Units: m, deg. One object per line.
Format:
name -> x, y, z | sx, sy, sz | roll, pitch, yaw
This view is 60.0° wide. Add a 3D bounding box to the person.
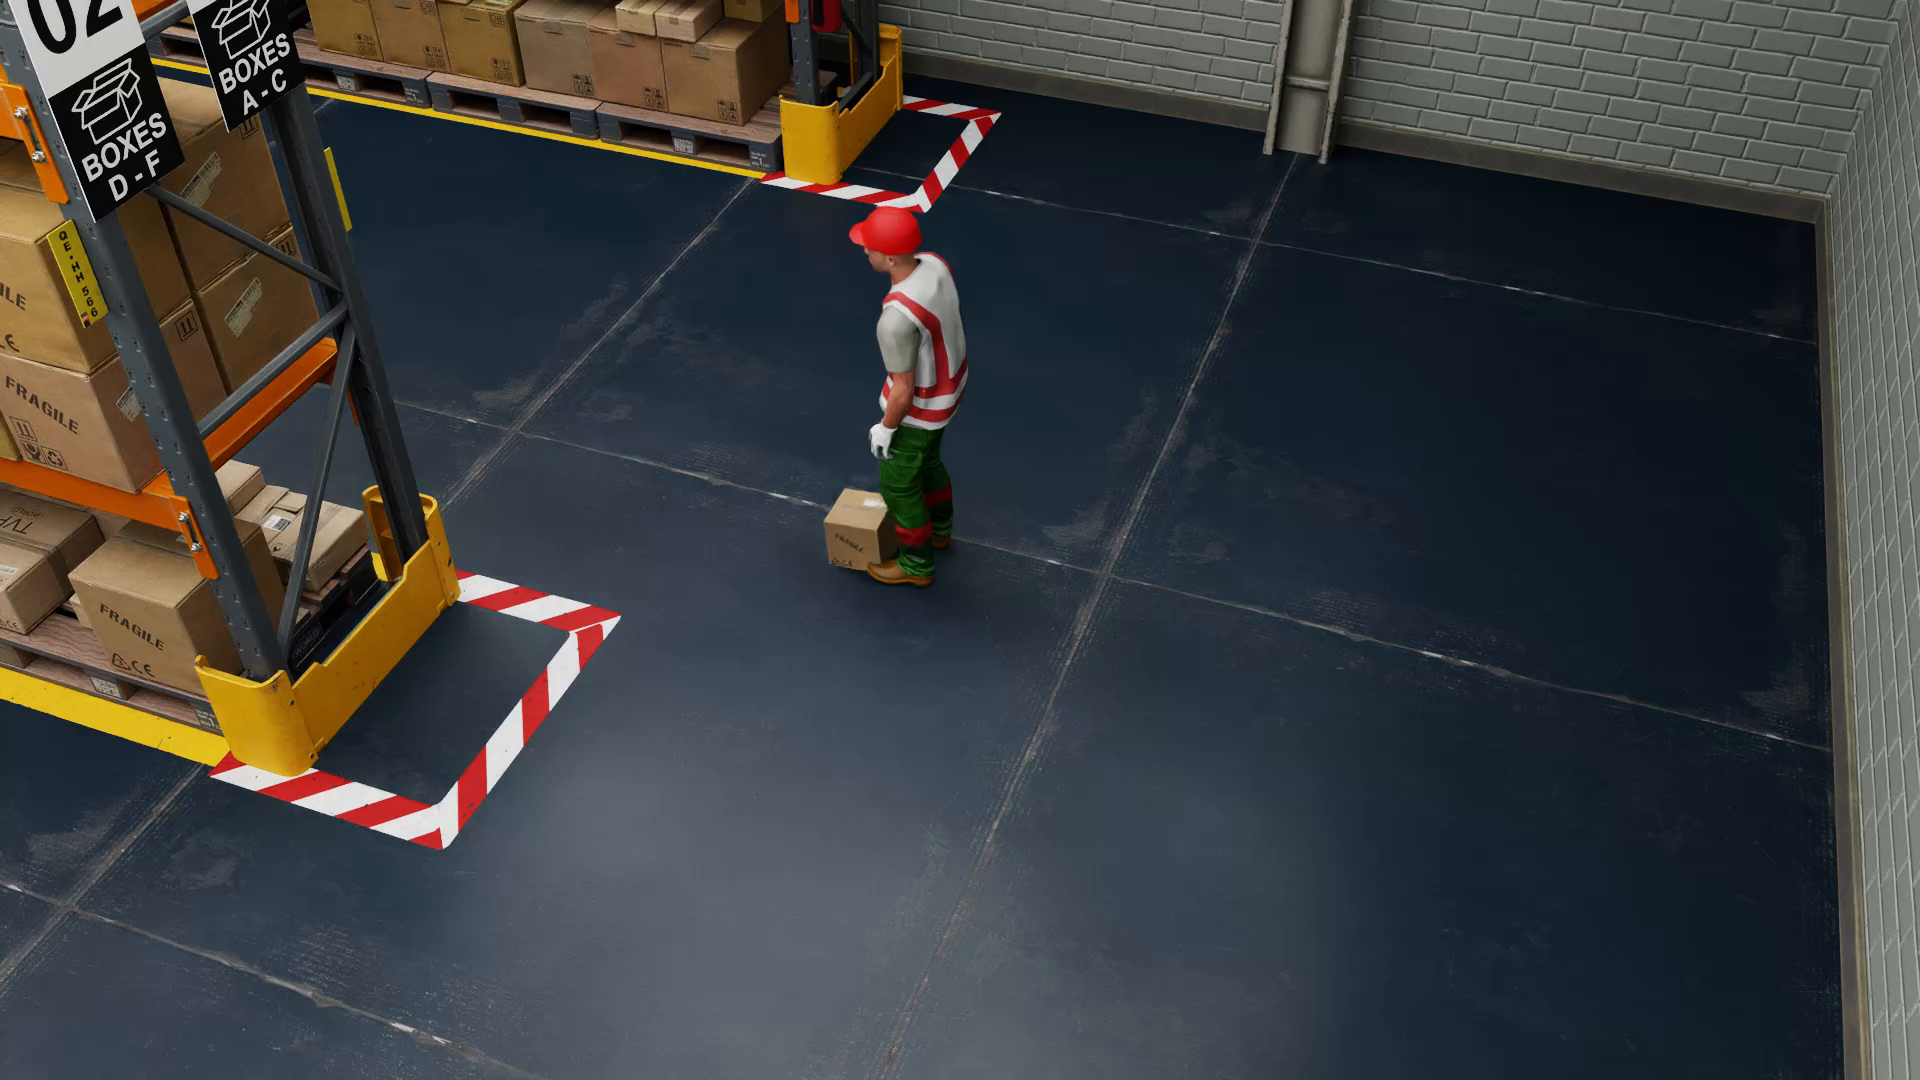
person -> -0.201, -0.593, 6.781 | 0.441, 1.722, 0.568 | 12, 43, 14
